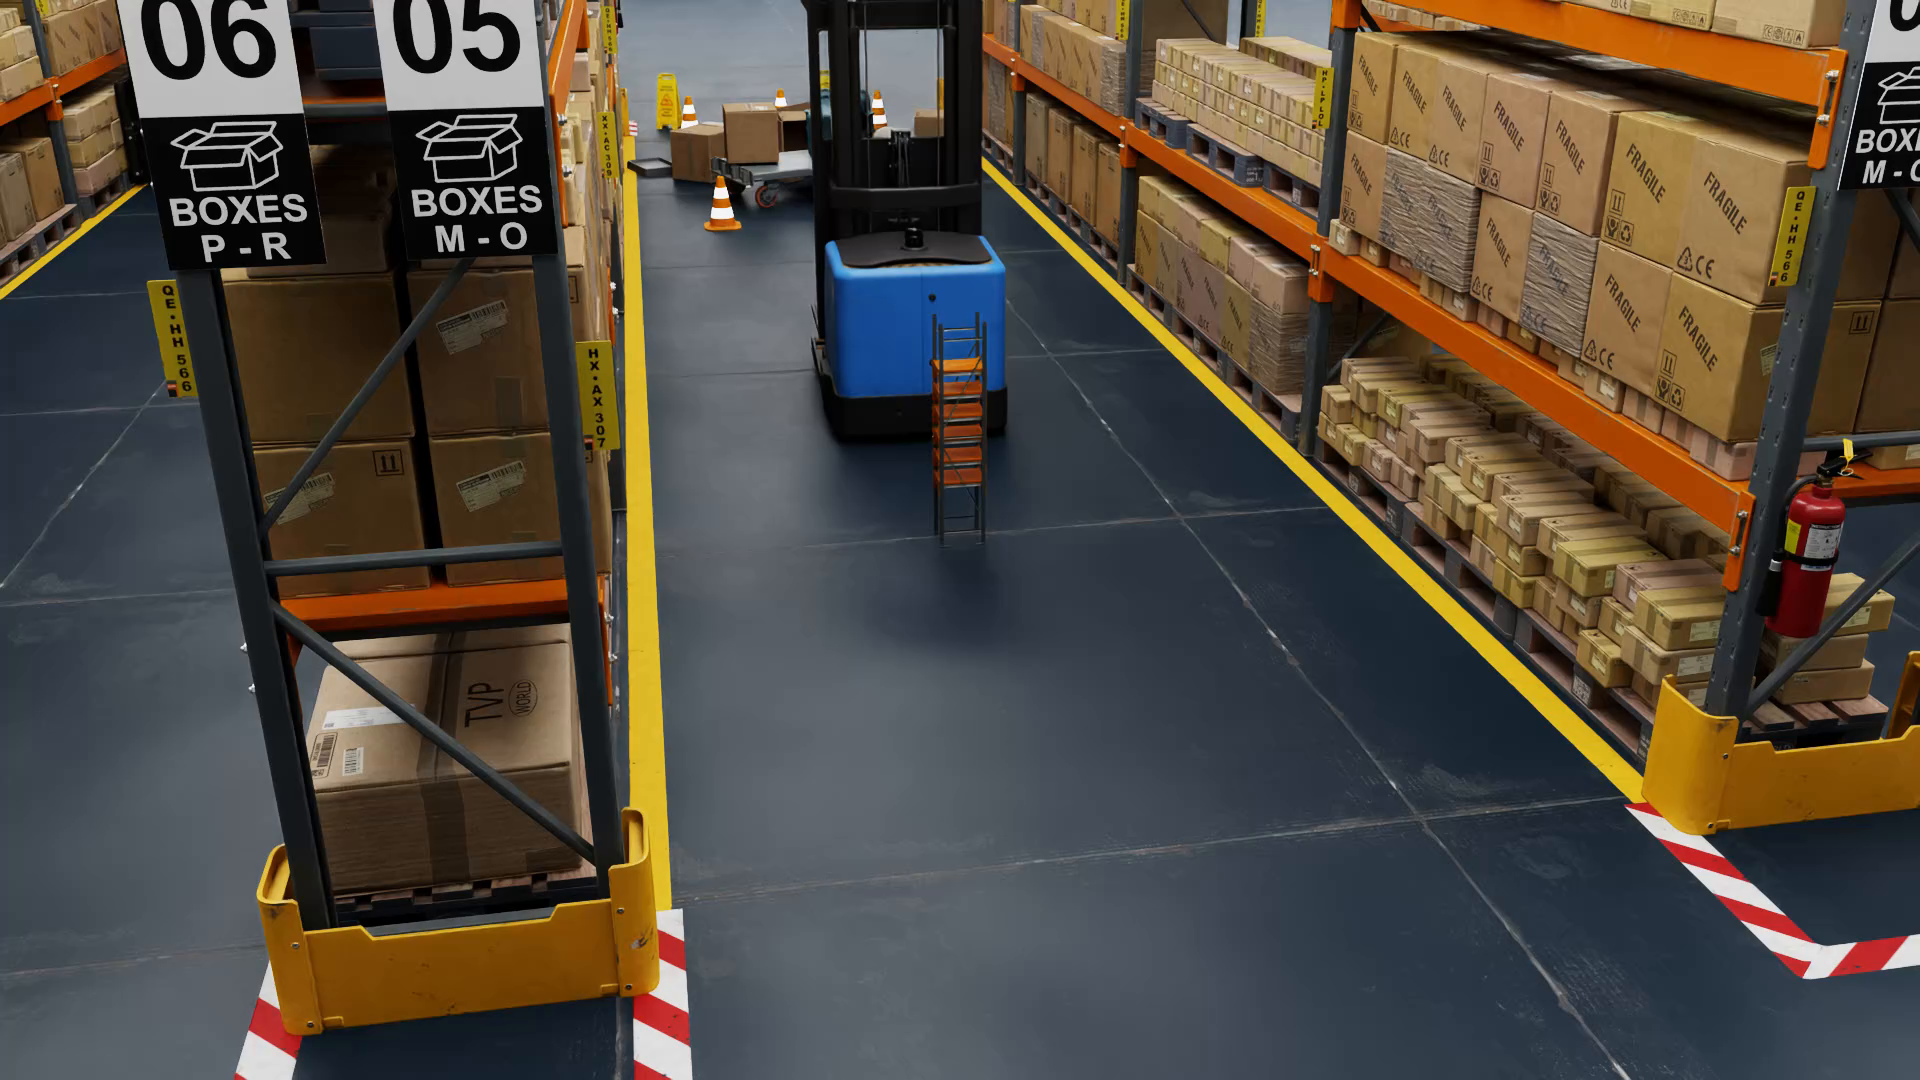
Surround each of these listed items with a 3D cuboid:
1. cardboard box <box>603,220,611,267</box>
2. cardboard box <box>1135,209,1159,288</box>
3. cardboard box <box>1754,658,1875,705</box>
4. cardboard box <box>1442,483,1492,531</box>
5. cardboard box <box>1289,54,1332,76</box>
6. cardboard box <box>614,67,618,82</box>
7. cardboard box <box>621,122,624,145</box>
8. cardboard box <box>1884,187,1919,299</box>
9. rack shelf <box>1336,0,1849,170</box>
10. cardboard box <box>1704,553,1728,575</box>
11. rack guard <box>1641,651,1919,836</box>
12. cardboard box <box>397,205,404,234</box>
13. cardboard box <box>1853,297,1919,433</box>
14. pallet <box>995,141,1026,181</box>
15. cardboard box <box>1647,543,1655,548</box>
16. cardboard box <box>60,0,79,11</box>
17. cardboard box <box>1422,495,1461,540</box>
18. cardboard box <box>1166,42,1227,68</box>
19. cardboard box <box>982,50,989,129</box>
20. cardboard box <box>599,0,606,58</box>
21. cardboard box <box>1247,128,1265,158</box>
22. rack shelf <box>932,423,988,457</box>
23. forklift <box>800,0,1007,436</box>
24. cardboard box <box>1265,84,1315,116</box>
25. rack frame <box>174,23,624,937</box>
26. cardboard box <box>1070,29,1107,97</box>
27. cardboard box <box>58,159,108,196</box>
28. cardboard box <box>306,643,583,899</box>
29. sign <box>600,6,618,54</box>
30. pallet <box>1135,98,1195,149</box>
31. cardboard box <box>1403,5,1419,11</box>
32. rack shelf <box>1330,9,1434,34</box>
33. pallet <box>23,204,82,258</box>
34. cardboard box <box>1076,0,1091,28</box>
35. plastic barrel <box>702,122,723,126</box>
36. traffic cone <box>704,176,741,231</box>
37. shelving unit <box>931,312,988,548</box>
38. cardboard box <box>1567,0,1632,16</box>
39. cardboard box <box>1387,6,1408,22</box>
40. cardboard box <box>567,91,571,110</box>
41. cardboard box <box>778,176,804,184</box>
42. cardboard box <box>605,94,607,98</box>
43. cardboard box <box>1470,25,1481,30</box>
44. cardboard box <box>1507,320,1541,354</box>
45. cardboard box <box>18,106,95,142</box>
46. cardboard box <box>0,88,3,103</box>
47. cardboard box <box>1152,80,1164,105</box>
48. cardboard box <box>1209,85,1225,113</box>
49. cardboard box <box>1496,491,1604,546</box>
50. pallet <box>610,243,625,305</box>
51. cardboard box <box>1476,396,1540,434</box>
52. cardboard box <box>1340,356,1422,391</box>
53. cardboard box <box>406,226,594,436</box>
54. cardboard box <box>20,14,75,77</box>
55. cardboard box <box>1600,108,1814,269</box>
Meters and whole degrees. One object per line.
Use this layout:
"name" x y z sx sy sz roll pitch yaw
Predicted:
"cardboard box" -2.145 -1.637 8.937 0.500 0.250 0.500 -5 24 -11
"cardboard box" 1.664 -2.242 12.735 0.500 0.500 0.500 -5 24 -12
"cardboard box" 3.480 0.539 6.806 0.380 0.149 0.250 -4 24 -9
"cardboard box" 2.571 -0.170 8.057 0.380 0.149 0.250 -4 24 -9
"cardboard box" 2.509 -3.282 11.562 0.380 0.149 0.250 -4 24 -10
"cardboard box" -3.707 -4.741 17.020 0.380 0.149 0.250 -3 24 -8
"cardboard box" -3.938 -4.458 18.119 0.500 0.250 0.500 -5 24 -12
"cardboard box" 3.441 -1.182 5.963 0.500 0.500 0.500 -4 24 -10
"rack shelf" 2.893 -2.177 7.139 1.077 0.370 4.000 -4 24 -10
"cardboard box" 3.330 0.165 6.919 0.380 0.149 0.250 -4 24 -9
"rack guard" 3.249 0.770 6.363 1.175 0.500 0.348 -4 24 -10
"cardboard box" -2.032 -0.819 5.503 0.500 0.500 0.500 -4 24 -10
"cardboard box" 3.451 -0.725 6.165 0.500 0.500 0.500 -3 24 -7
"pallet" 0.980 -4.093 17.857 1.003 0.211 1.213 -4 24 -10
"cardboard box" 3.207 -0.001 7.670 0.380 0.149 0.250 -5 24 -12
"cardboard box" -8.578 -5.083 15.706 0.380 0.149 0.250 -4 24 -9
"cardboard box" 2.554 -0.131 8.339 0.380 0.149 0.250 -5 24 -11
"cardboard box" 1.731 -3.541 12.155 0.380 0.149 0.250 -5 24 -11
"cardboard box" 0.659 -5.250 19.153 0.875 0.875 0.875 -5 24 -11
"cardboard box" -3.211 -4.265 13.747 0.500 0.500 0.500 -5 24 -12
"cardboard box" 2.059 -2.546 10.621 0.380 0.149 0.250 -5 24 -12
"rack shelf" -0.003 -0.515 8.541 0.258 0.103 0.180 -4 24 -10
"forklift" -0.439 -2.530 10.880 1.130 2.935 3.031 -3 24 -8
"cardboard box" 2.112 -2.723 10.283 0.380 0.149 0.250 -4 24 -10
"rack frame" -1.583 0.060 4.864 1.000 3.000 0.127 -4 24 -10
"cardboard box" 1.253 -4.088 14.239 0.500 0.500 0.500 -5 24 -11
"cardboard box" -8.444 -3.438 15.785 0.500 0.250 0.500 -4 24 -9
"cardboard box" -1.804 0.790 5.870 0.875 0.438 0.875 -5 24 -12
"sign" -2.518 -3.659 11.934 0.100 0.325 0.005 -4 24 -10
"pallet" 2.020 -3.132 12.413 1.213 0.211 1.003 -4 24 -10
"cardboard box" 5.613 -6.345 19.034 0.875 0.500 0.500 -4 24 -10
"rack shelf" 5.567 -5.850 19.296 1.077 0.370 4.000 -4 24 -10
"pallet" -8.505 -2.726 14.728 1.003 0.211 1.213 -4 24 -10
"cardboard box" 1.424 -4.775 14.562 0.700 0.500 0.500 -5 24 -10
"plastic barrel" -2.672 -4.352 18.186 0.512 0.421 0.421 13 27 27
"traffic cone" -2.197 -3.113 15.300 0.336 0.463 0.334 -4 24 -10
"shelving unit" -0.003 -0.556 8.523 0.258 1.200 0.189 -4 24 -10
"cardboard box" 2.738 -2.207 6.495 0.500 0.250 0.500 -3 24 -7
"cardboard box" 5.198 -6.124 19.339 0.380 0.149 0.250 -4 24 -10
"cardboard box" -1.829 -1.812 6.967 0.380 0.149 0.250 -4 24 -10
"cardboard box" -1.844 -3.886 17.316 0.396 0.266 0.258 18 29 36
"cardboard box" -2.723 -3.075 11.606 0.500 0.250 0.500 -4 24 -10
"cardboard box" 5.608 -5.341 17.545 0.380 0.149 0.250 -4 24 -10
"cardboard box" 2.708 -0.954 7.501 0.380 0.149 0.250 -4 24 -9
"cardboard box" -8.461 -3.895 15.582 0.500 0.250 0.500 -5 24 -11
"cardboard box" -8.169 -3.648 13.543 0.500 0.250 0.500 -4 24 -9
"cardboard box" 1.668 -3.379 12.528 0.380 0.149 0.250 -5 24 -10
"cardboard box" 1.915 -2.995 11.276 0.380 0.149 0.250 -5 24 -10
"cardboard box" 2.663 -0.097 7.519 0.380 0.149 0.250 -3 24 -8
"pallet" -3.206 -2.116 13.331 1.003 0.211 1.213 -4 24 -10
"cardboard box" 2.955 -0.654 8.794 0.380 0.149 0.250 -4 24 -8
"cardboard box" 2.383 -0.927 9.418 0.380 0.149 0.250 -3 24 -8
"cardboard box" -1.392 -0.654 5.124 0.500 0.500 0.500 -5 24 -11
"cardboard box" -8.505 -4.531 15.251 0.500 0.500 0.500 -5 24 -11
"cardboard box" 2.840 -1.347 6.340 0.500 0.500 0.500 -5 24 -12
